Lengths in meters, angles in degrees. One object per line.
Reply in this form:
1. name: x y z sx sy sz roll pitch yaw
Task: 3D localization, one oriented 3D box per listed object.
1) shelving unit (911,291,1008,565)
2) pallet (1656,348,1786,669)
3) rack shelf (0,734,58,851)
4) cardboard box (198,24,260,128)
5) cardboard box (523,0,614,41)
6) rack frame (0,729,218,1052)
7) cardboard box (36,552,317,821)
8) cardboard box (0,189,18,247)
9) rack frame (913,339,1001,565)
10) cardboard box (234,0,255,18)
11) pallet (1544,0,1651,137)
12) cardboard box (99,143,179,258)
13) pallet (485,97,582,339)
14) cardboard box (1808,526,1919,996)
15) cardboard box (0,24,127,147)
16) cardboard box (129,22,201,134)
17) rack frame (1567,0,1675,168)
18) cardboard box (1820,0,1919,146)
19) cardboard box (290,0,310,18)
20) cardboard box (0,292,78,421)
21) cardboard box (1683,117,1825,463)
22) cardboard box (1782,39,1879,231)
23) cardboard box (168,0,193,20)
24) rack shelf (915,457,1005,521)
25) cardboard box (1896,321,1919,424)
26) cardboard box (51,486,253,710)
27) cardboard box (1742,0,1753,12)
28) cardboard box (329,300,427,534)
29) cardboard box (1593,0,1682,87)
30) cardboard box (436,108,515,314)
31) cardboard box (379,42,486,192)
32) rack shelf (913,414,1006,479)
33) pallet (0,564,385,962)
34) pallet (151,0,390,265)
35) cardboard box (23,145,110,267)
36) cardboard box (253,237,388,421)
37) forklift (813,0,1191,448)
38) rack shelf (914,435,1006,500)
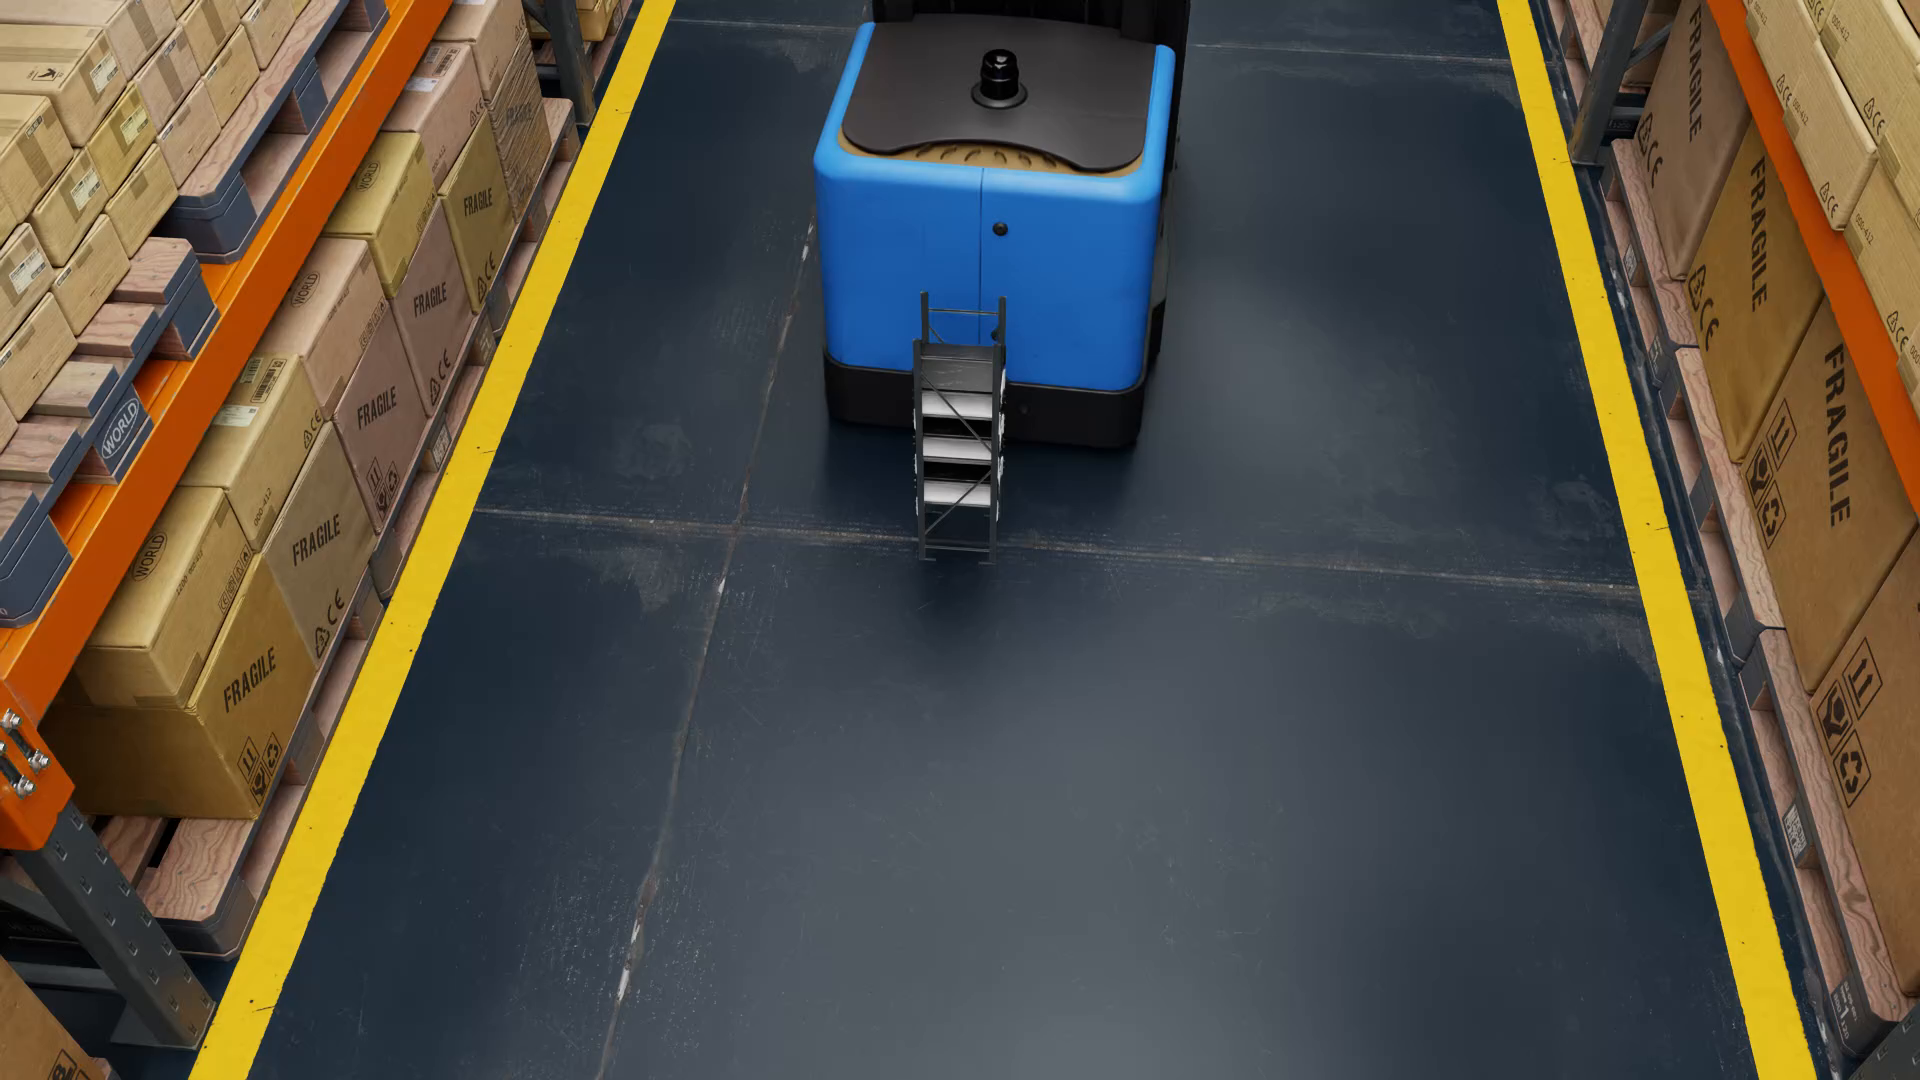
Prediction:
1. shelving unit: 0.001 -0.310 4.923 0.258 0.900 0.210 4 48 4
2. pallet: 2.830 -0.099 5.198 1.003 0.211 1.213 4 48 4
3. rack shelf: -2.551 1.882 1.984 1.077 0.370 4.000 4 48 4
4. cardboard box: -2.008 -1.177 4.180 0.380 0.149 0.250 4 48 4
5. cardboard box: -1.651 -2.196 6.873 0.380 0.149 0.250 2 48 2
6. rack frame: -2.369 0.169 3.063 1.000 3.000 0.127 4 48 4
7. cardboard box: -2.051 0.368 4.290 0.500 0.500 0.500 2 48 2
8. cardboard box: -2.112 -0.613 3.260 0.380 0.149 0.250 3 48 2
9. rack frame: -0.009 -0.235 4.855 0.240 0.900 0.006 4 48 4
10. cardboard box: -1.988 -1.475 4.250 0.380 0.149 0.250 5 48 5
11. pallet: 3.081 -2.124 7.050 1.003 0.211 1.213 4 48 4
12. cardboard box: -2.056 -0.797 3.832 0.380 0.149 0.250 6 48 5
13. pallet: -2.074 -1.257 6.257 1.003 0.211 1.213 4 48 4
14. cardboard box: 2.715 0.501 3.914 0.875 0.875 0.875 3 48 3
15. cardboard box: -2.061 -0.987 3.603 0.380 0.149 0.250 2 48 2
16. cardboard box: -2.035 -1.094 3.902 0.380 0.149 0.250 4 48 4
17. rack frame: 2.934 -2.512 5.514 1.000 3.000 0.127 4 48 4
18. cardboard box: 2.477 -1.200 4.077 0.500 0.250 0.500 3 48 2
19. cardboard box: -1.959 -1.564 4.534 0.380 0.149 0.250 6 48 5
20. cardboard box: -2.103 -0.400 3.469 0.380 0.149 0.250 6 48 5
21. cardboard box: 2.883 -0.811 5.114 0.875 0.875 0.875 5 48 5
22. cardboard box: 2.468 -1.033 4.263 0.500 0.250 0.500 3 48 3
23. cardboard box: -2.016 -1.381 3.963 0.380 0.149 0.250 5 48 5
24. rack shelf: 0.001 -0.166 5.081 0.258 0.077 0.200 4 48 4
25. cardboard box: 2.388 -0.287 3.582 0.500 0.250 0.500 5 48 4
26. cardboard box: -2.065 0.128 4.002 0.500 0.250 0.500 2 48 2
27. cardboard box: 2.585 -1.775 4.942 0.500 0.250 0.500 3 48 3
28. cardboard box: -1.966 -0.379 4.973 0.500 0.500 0.500 3 48 3
29. cardboard box: 3.098 -2.243 6.720 0.875 0.438 0.875 3 48 3
30. cardboard box: -1.868 -1.131 5.661 0.500 0.500 0.500 3 48 3
31. cardboard box: -1.881 -1.380 5.381 0.500 0.250 0.500 6 48 5
32. rack shelf: 0.001 -0.287 4.948 0.258 0.077 0.200 4 48 4
33. pallet: -2.296 0.536 4.617 1.003 0.211 1.213 4 48 4
34. pallet: -2.229 -1.224 4.466 1.003 0.211 1.213 4 48 4
35. cardboard box: -2.081 -0.726 3.565 0.380 0.149 0.250 3 48 2
36. cardboard box: -1.961 -0.608 4.674 0.500 0.250 0.500 4 48 4
37. forklift: 0.279 -2.392 5.451 1.130 2.935 3.031 6 48 6
38. rack shelf: 0.001 -0.226 5.014 0.258 0.077 0.200 4 48 4
